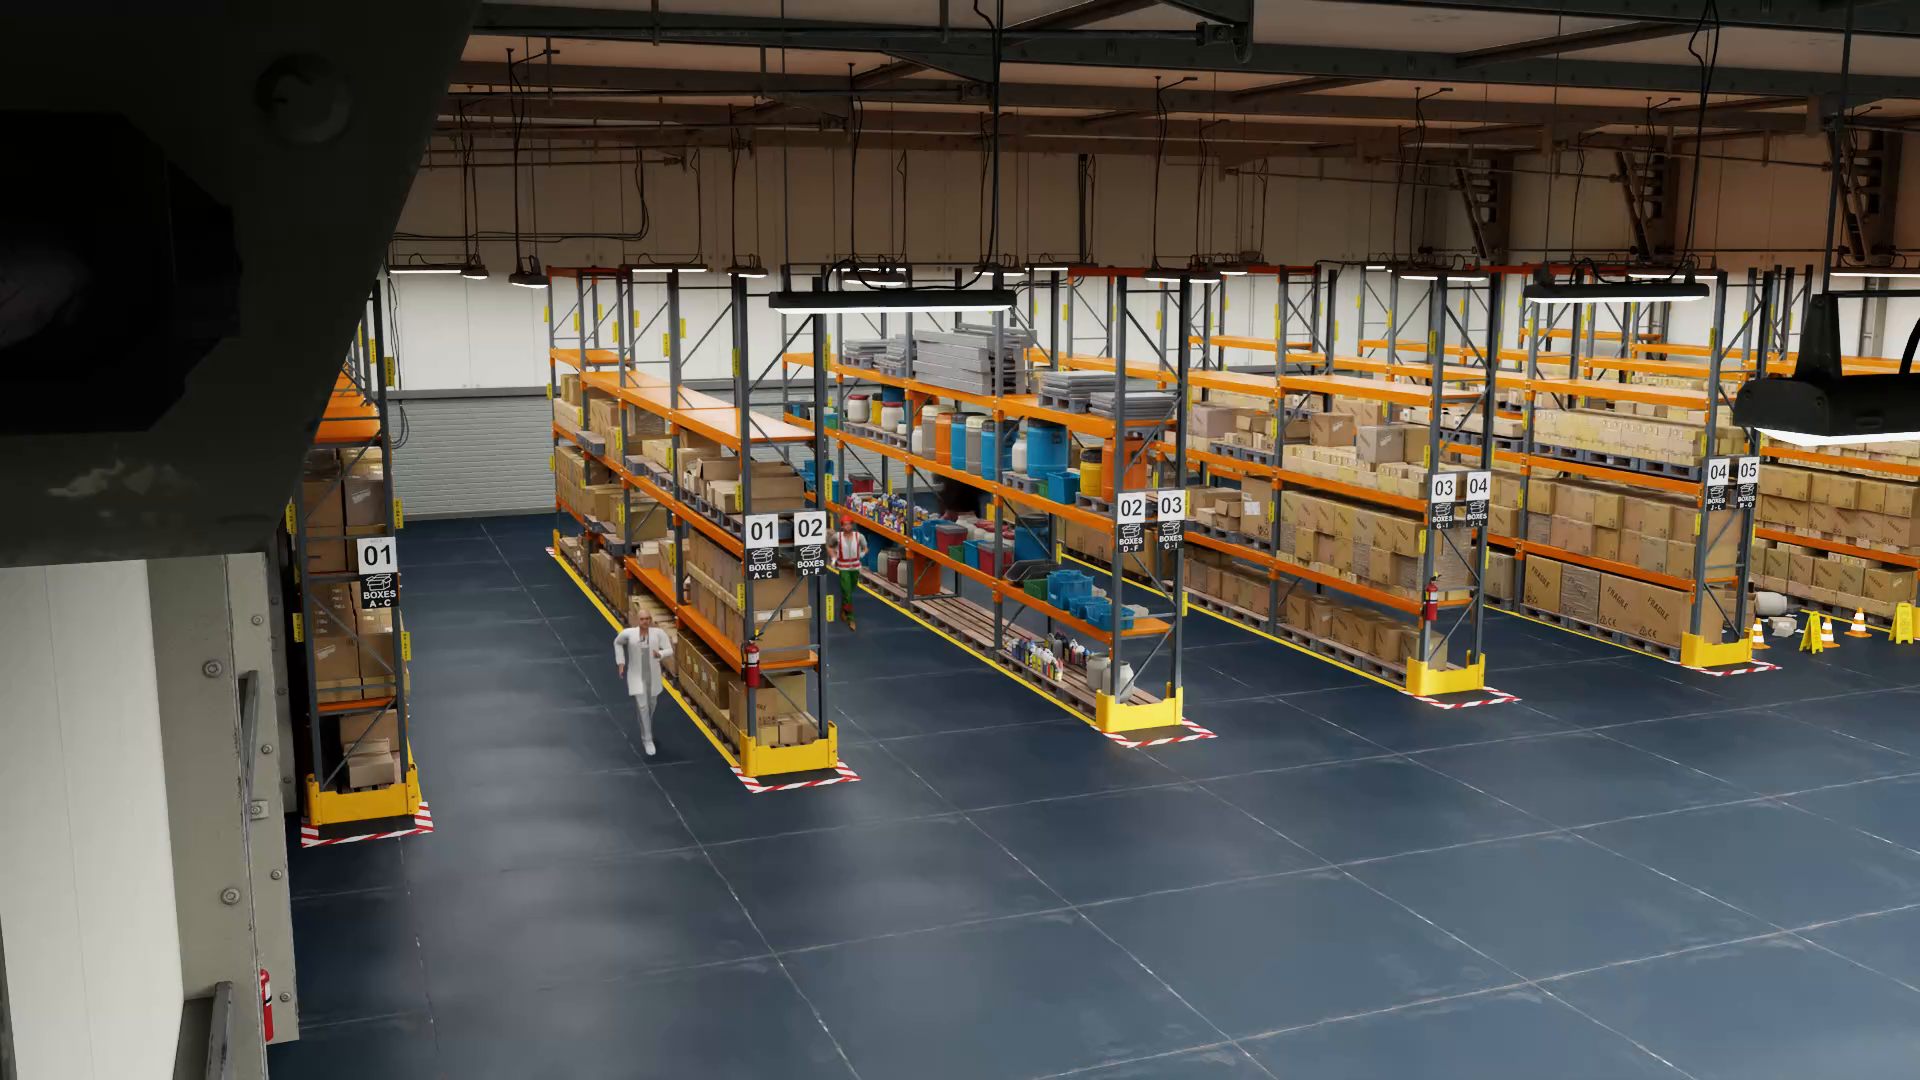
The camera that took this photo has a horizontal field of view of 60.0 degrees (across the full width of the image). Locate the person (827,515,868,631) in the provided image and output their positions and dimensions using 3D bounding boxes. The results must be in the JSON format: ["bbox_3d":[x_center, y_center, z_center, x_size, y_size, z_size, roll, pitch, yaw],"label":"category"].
[{"bbox_3d":[-1.781,0.494,26.911,0.634,1.815,0.872,-4,11,-20],"label":"person"}]

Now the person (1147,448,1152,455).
[{"bbox_3d":[4.558,-1.530,40.940,0.708,1.610,0.522,8,13,39],"label":"person"}]

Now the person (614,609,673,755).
[{"bbox_3d":[-4.032,1.752,21.290,0.691,1.789,1.045,-4,11,-22],"label":"person"}]
